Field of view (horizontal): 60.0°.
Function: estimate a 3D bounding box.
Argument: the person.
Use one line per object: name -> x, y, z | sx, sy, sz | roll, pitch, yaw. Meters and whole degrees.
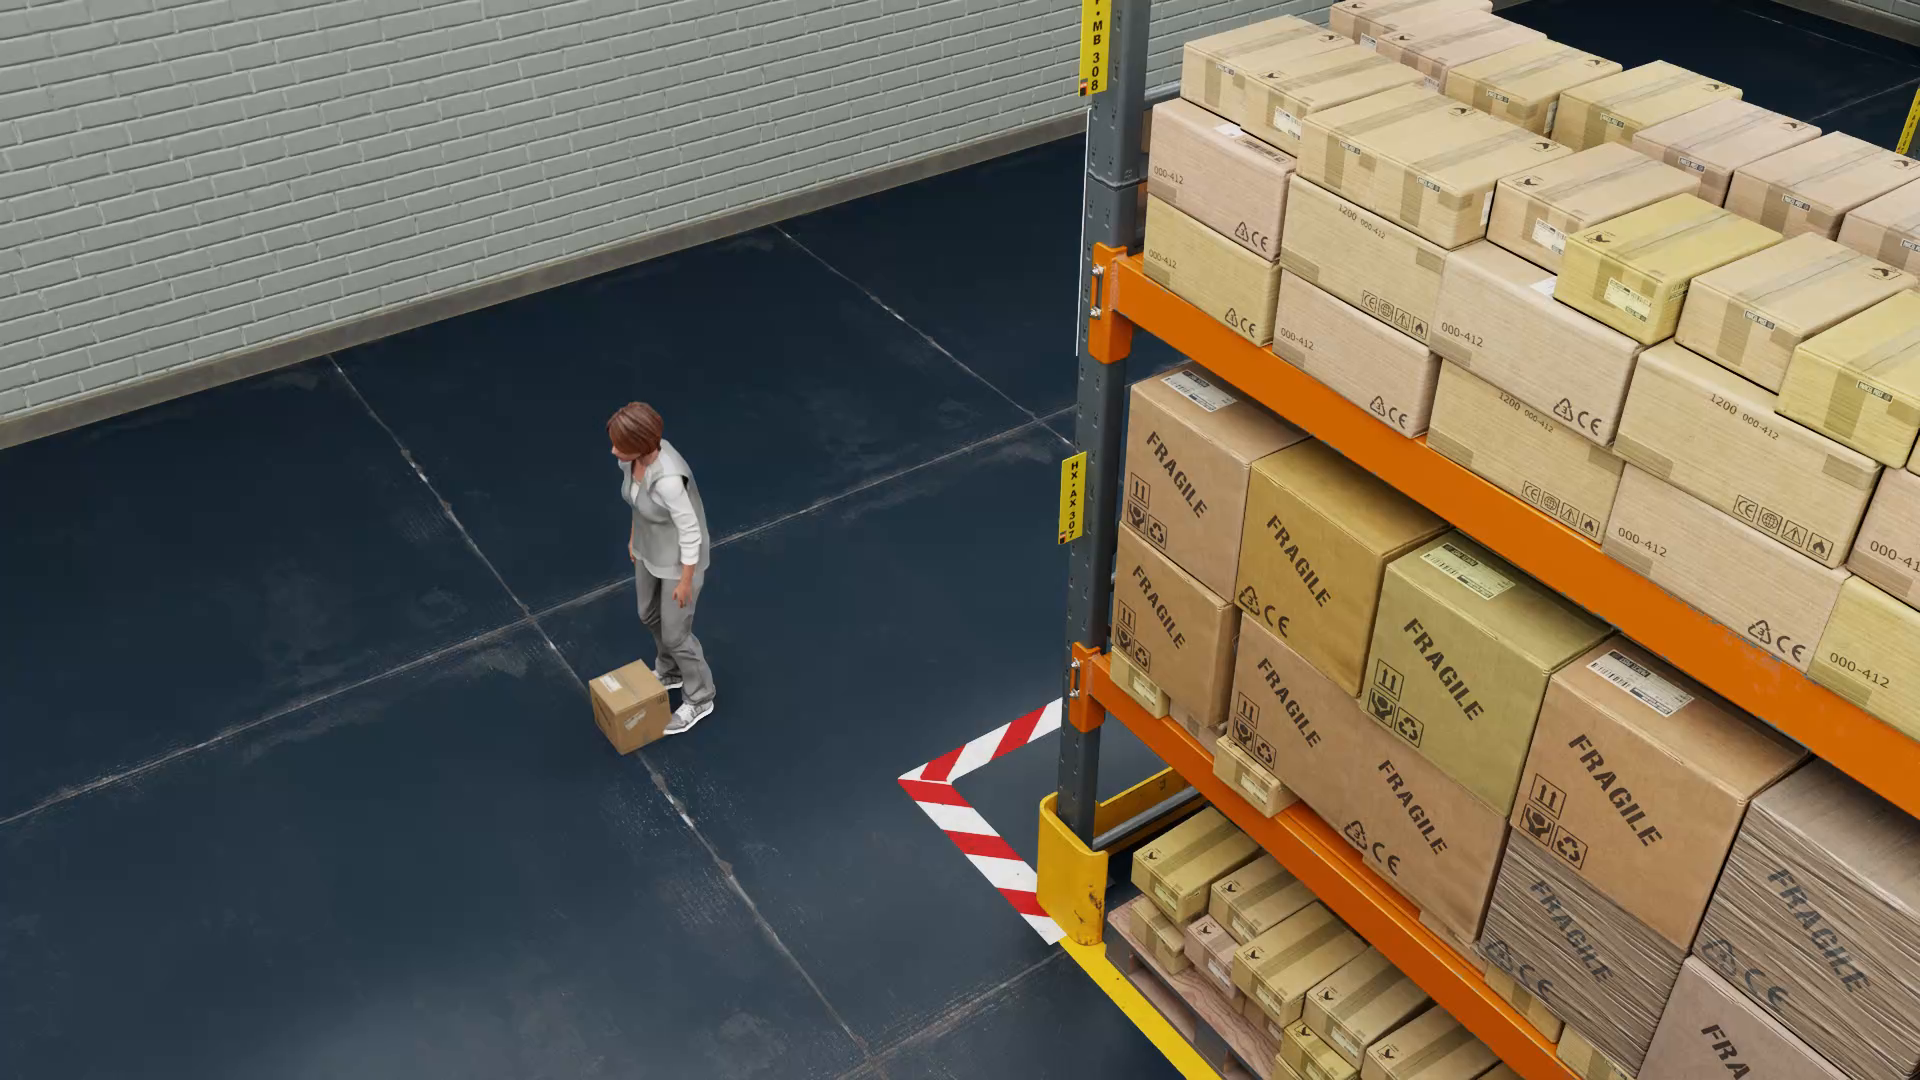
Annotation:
person -> -1.221, 0.096, 6.879 | 0.340, 1.594, 0.484 | -25, 44, -29
